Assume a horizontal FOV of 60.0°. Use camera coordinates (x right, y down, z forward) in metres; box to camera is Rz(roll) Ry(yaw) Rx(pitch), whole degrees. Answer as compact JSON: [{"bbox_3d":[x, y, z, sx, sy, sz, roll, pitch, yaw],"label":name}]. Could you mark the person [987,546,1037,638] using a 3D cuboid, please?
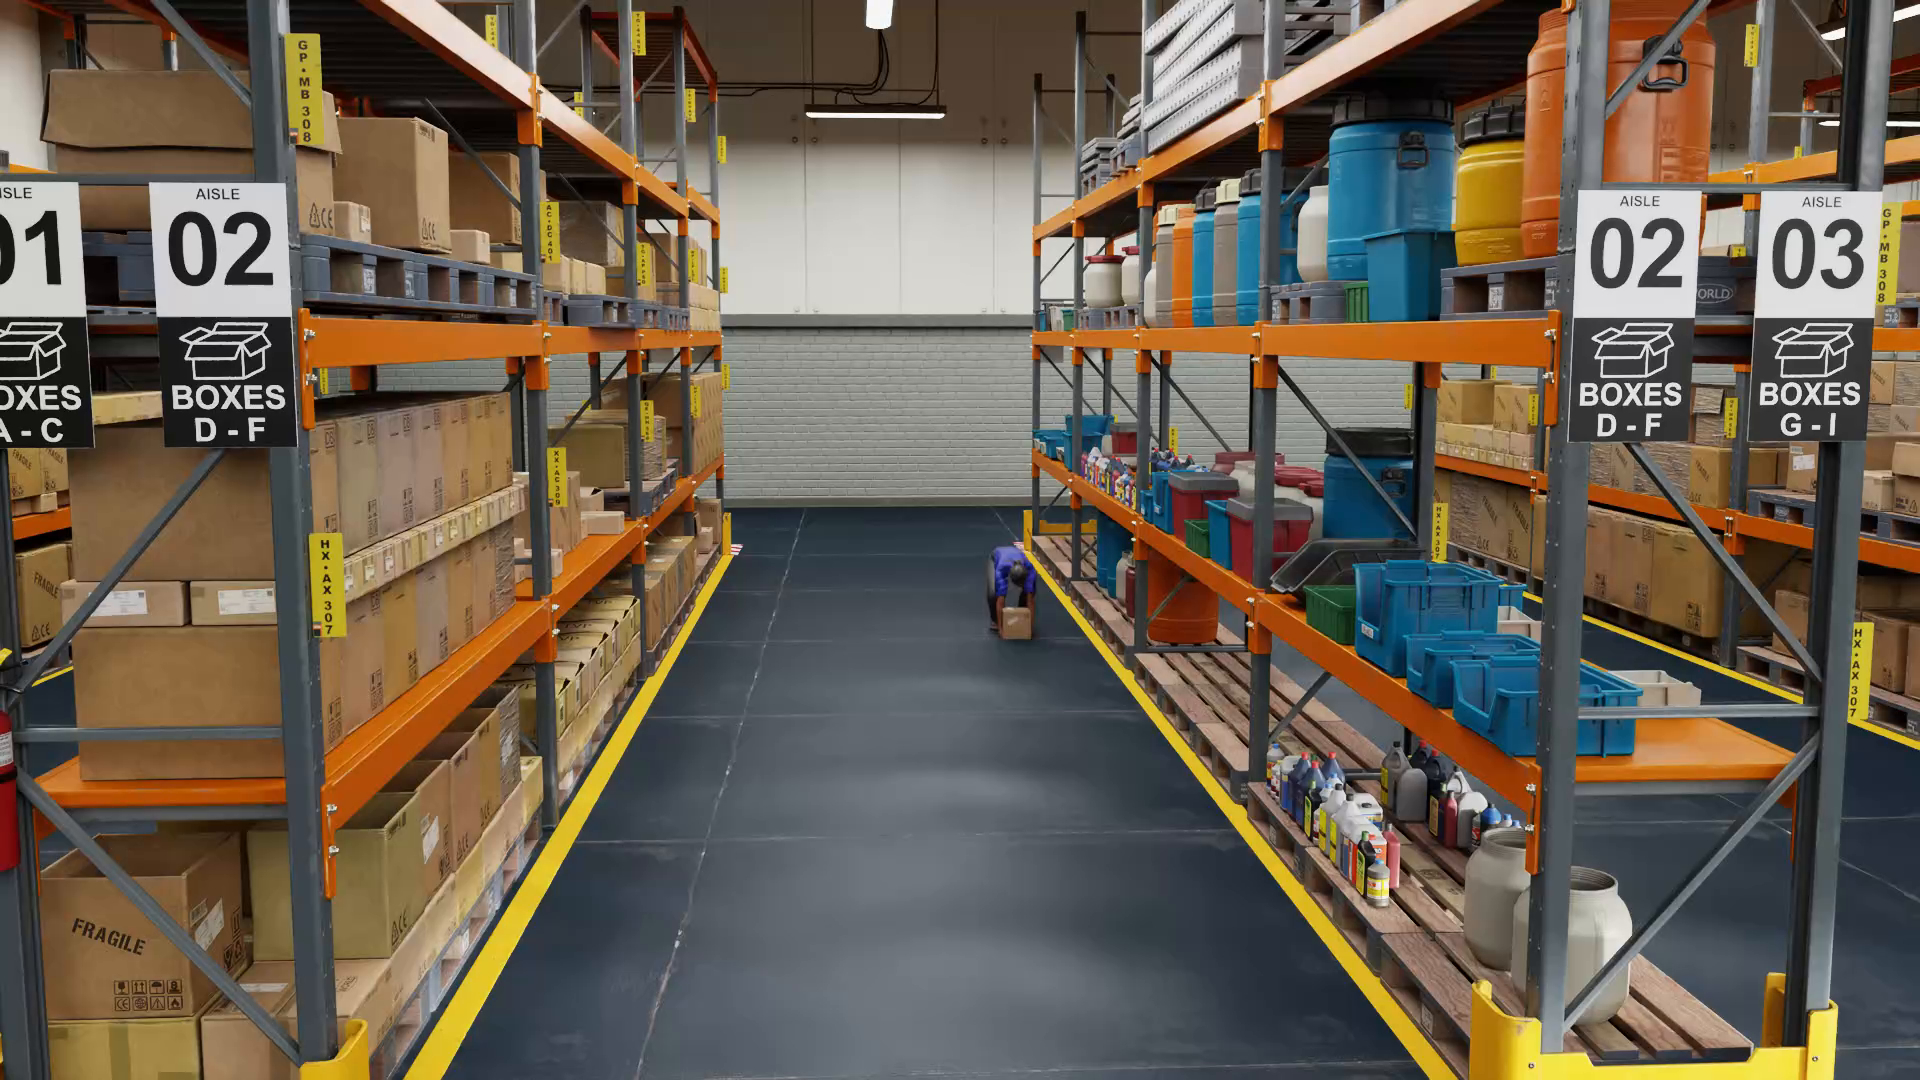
[{"bbox_3d":[0.485,0.475,15.565,0.458,0.794,0.871,-1,7,-7],"label":"person"}]
